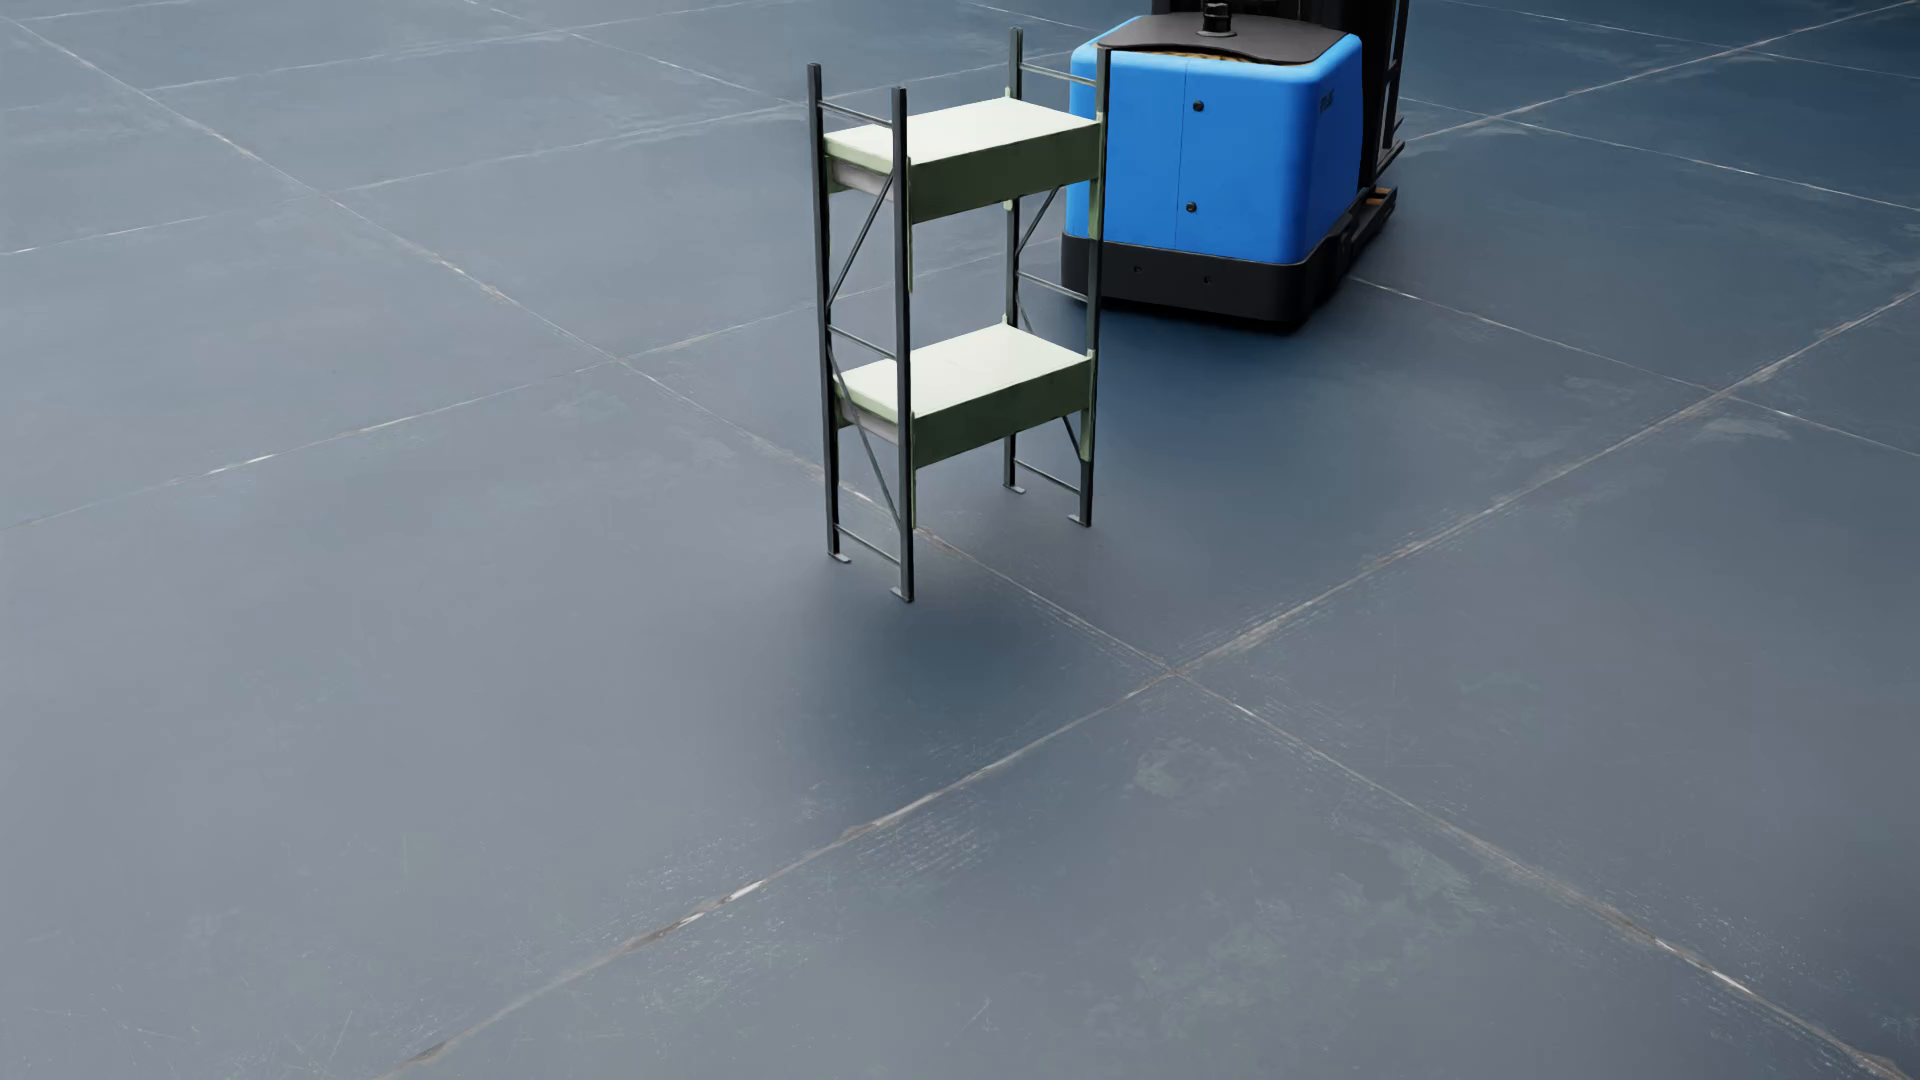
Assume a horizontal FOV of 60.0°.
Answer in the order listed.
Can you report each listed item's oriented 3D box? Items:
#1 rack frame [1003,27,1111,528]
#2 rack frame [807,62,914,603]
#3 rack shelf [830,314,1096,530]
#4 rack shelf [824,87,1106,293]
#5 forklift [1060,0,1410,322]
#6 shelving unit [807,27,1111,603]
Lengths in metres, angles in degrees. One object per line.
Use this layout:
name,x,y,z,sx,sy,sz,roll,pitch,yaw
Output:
rack frame,0.284,-0.775,5.110,0.023,1.500,0.400,-22,35,-35
rack frame,-0.273,-0.552,4.691,0.023,1.500,0.400,-22,35,-35
rack shelf,0.005,-0.376,5.054,0.720,0.370,0.431,-22,35,-35
rack shelf,0.005,-1.008,4.716,0.720,0.370,0.431,-22,35,-35
forklift,1.502,-2.851,7.474,1.130,2.935,3.031,12,30,21
shelving unit,0.005,-0.664,4.900,0.755,1.500,0.431,-22,35,-35
